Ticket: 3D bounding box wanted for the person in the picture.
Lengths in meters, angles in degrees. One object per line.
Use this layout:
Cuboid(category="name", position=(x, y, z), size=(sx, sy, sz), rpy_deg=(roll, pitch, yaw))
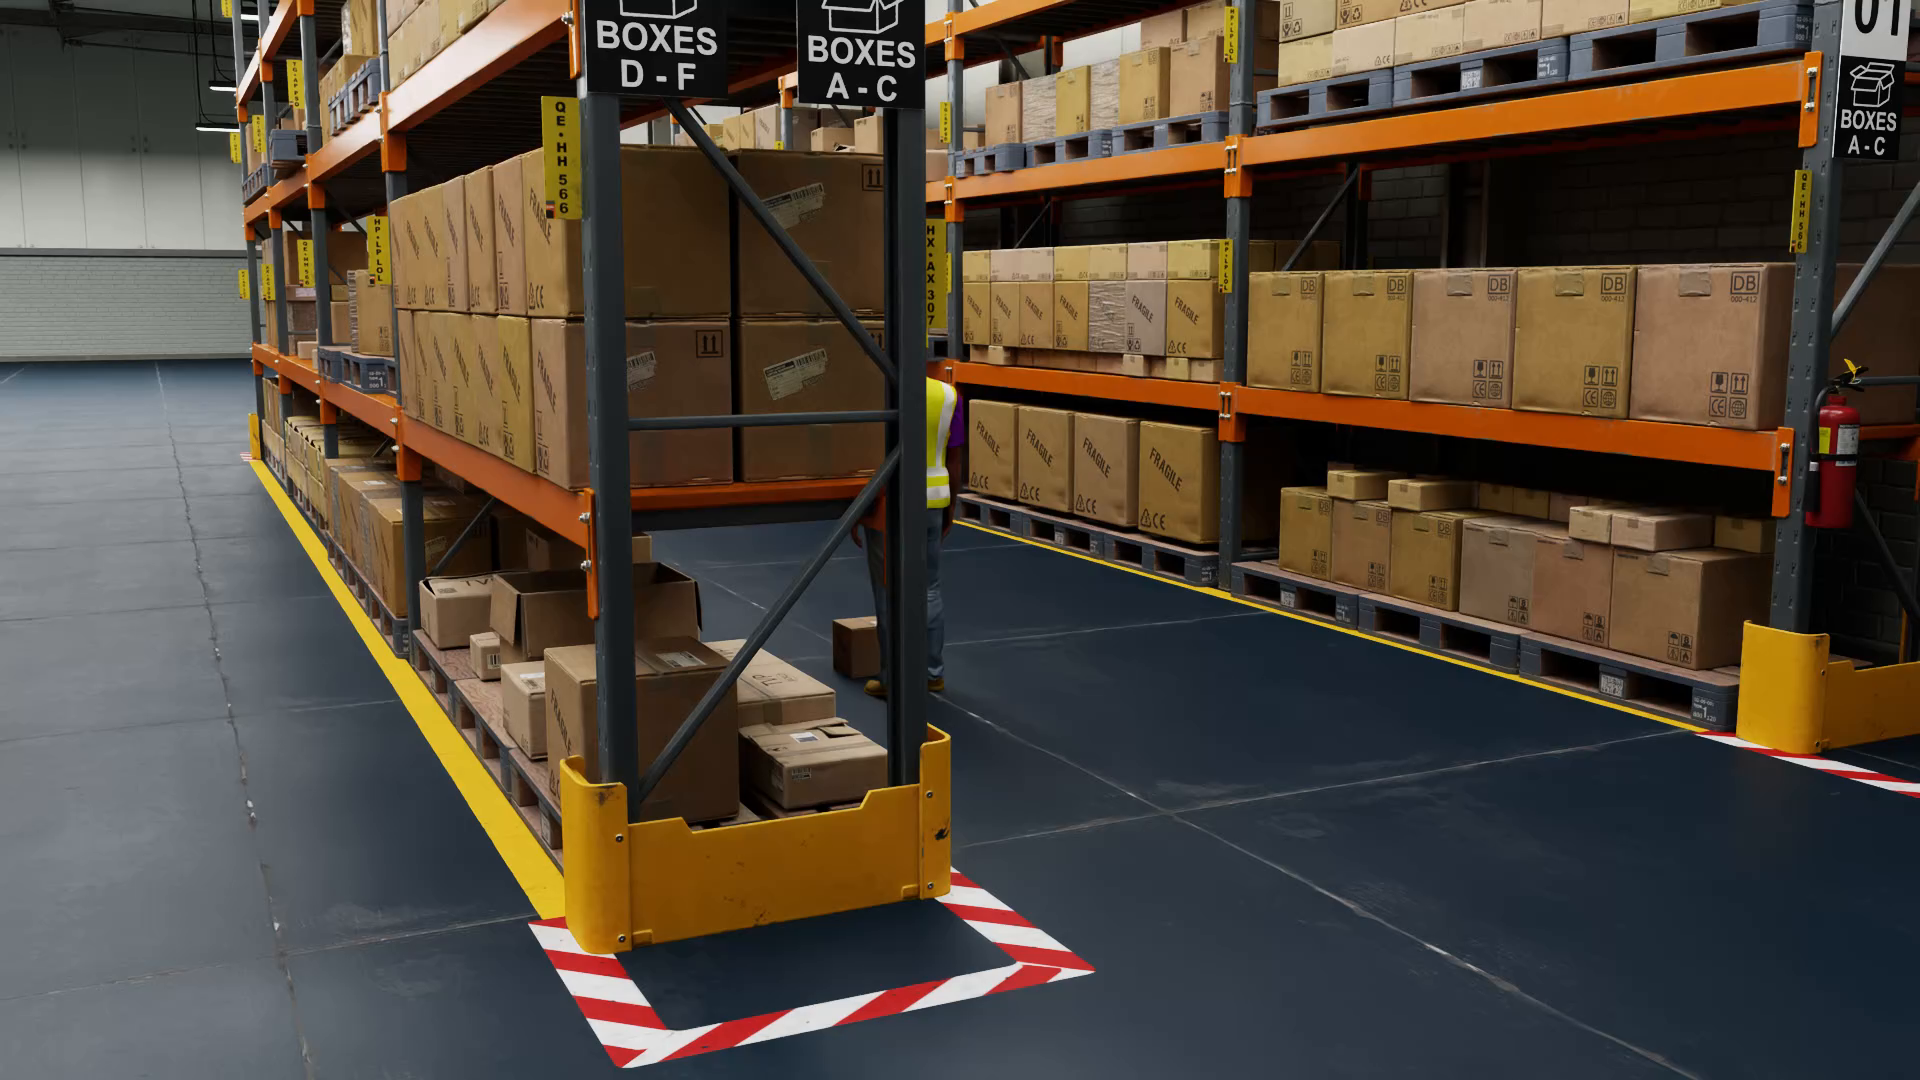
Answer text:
Cuboid(category="person", position=(-0.274, -0.148, 7.791), size=(0.561, 1.768, 0.417), rpy_deg=(-4, 9, -24))
